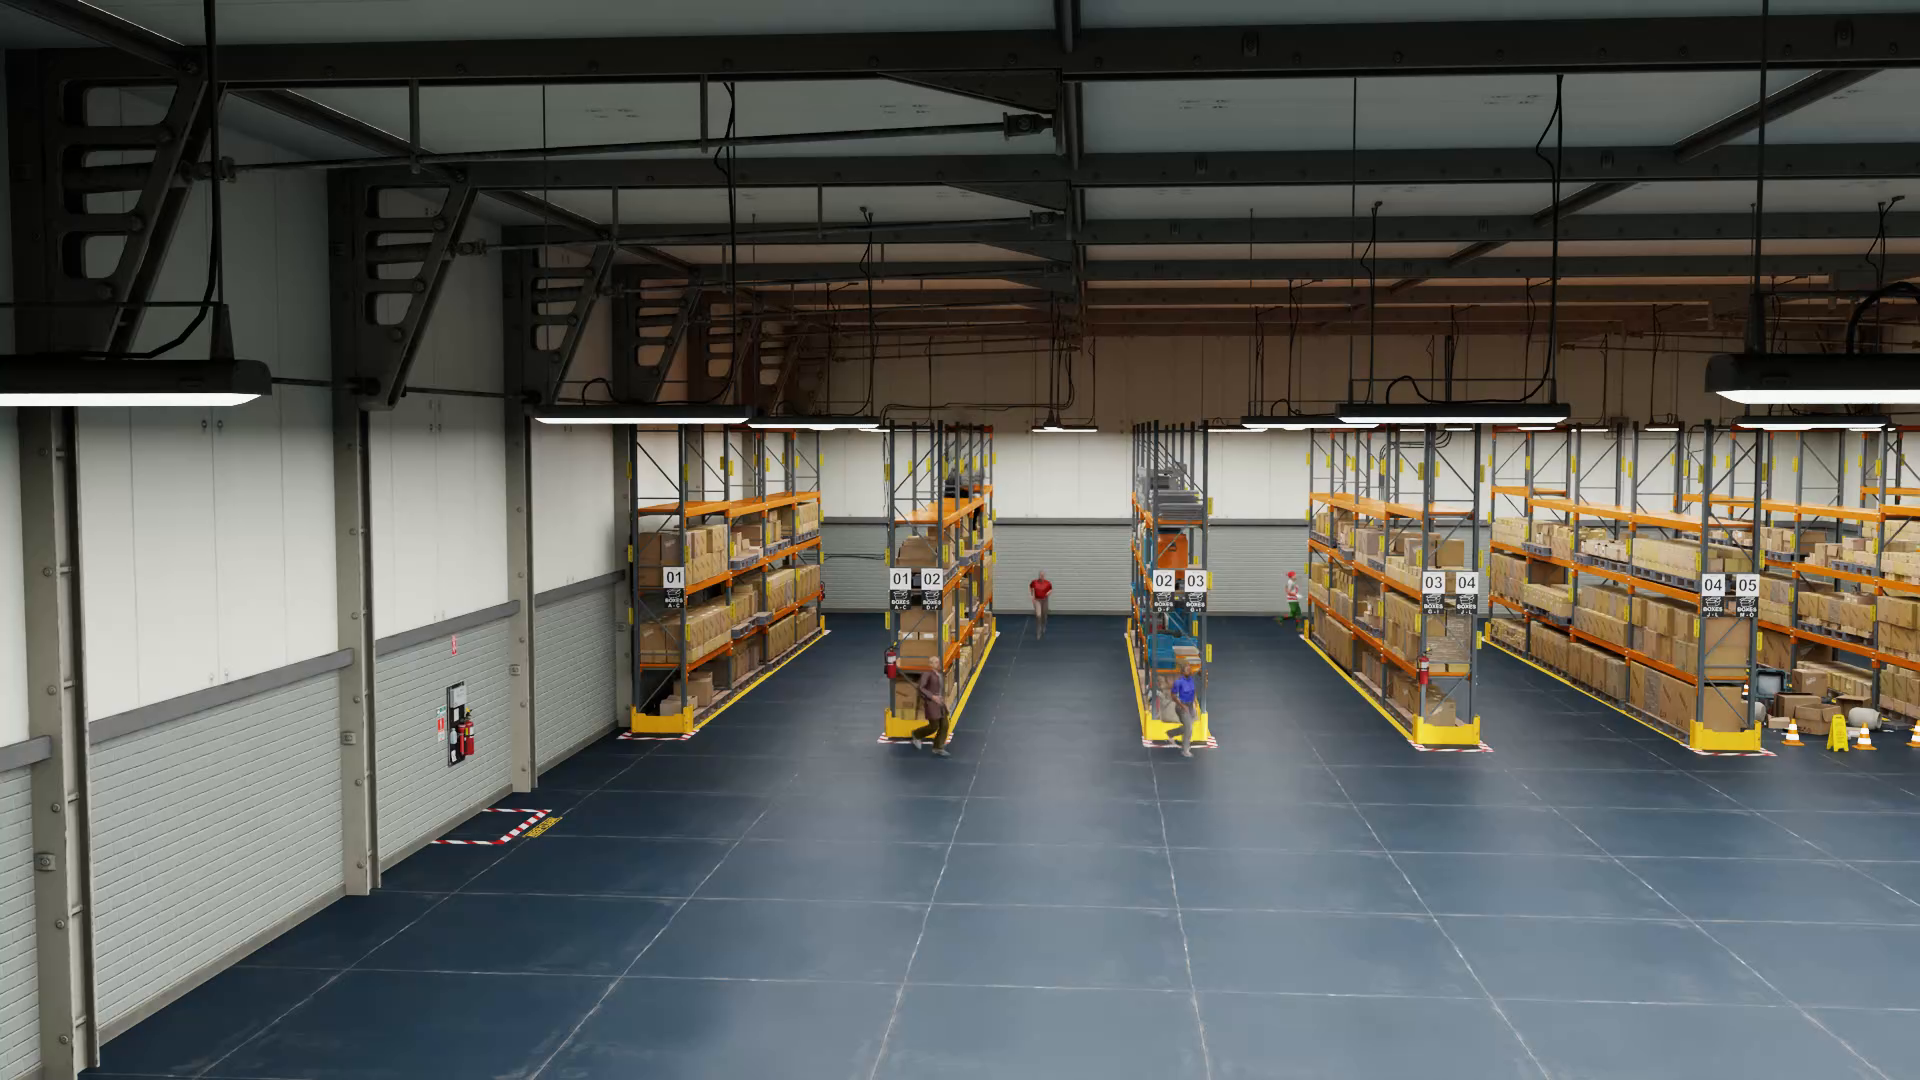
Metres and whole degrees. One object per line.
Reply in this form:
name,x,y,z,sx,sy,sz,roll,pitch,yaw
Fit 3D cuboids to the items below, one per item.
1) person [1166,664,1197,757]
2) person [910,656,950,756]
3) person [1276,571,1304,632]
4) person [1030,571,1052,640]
person,3.963,3.041,29.816,0.589,1.649,0.670,-3,5,-42
person,-0.515,3.014,29.826,0.784,1.695,0.728,2,4,31
person,9.630,1.788,48.328,0.869,1.772,0.651,1,4,13
person,2.222,1.770,45.333,0.587,1.852,0.851,0,4,-7
